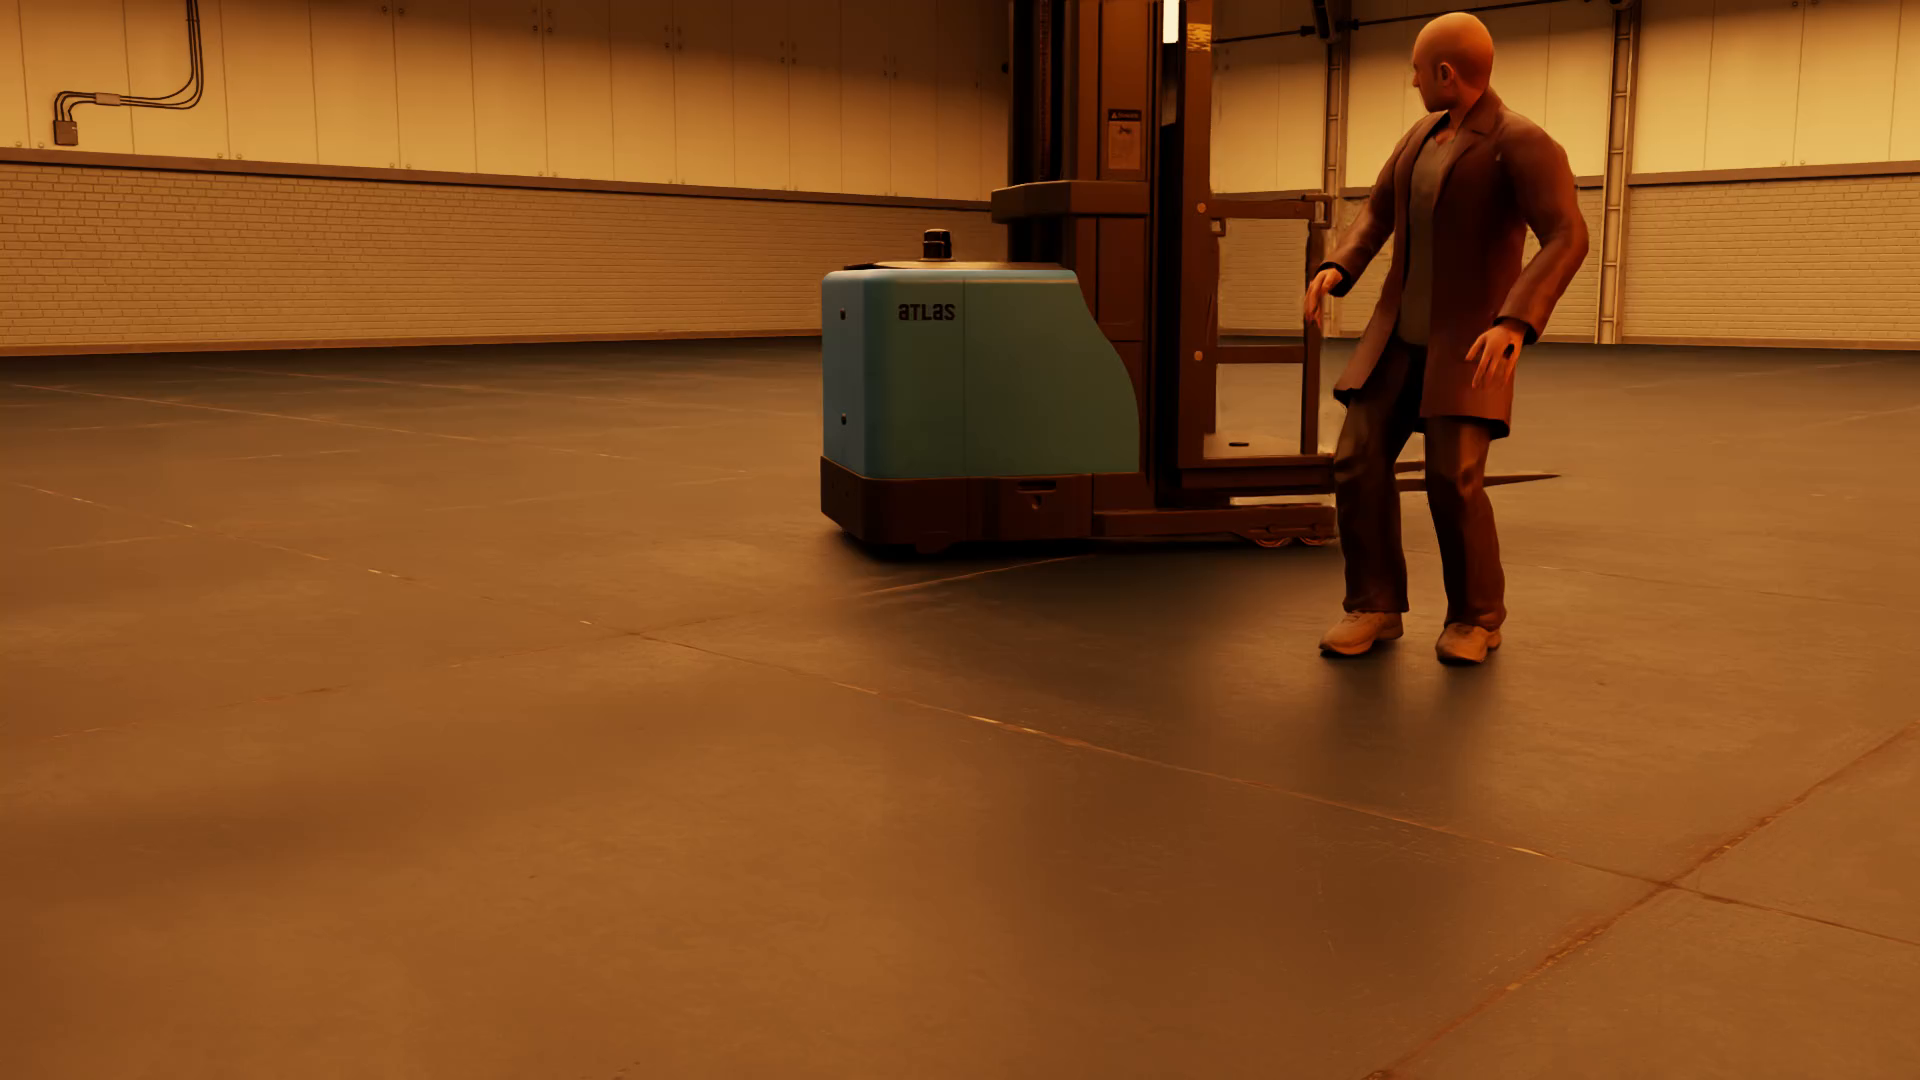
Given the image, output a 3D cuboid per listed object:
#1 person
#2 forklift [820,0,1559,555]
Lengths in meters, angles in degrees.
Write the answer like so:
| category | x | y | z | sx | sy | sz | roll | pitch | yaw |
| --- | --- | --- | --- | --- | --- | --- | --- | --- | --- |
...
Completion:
| category | x | y | z | sx | sy | sz | roll | pitch | yaw |
| --- | --- | --- | --- | --- | --- | --- | --- | --- | --- |
| person | 1.293 | -0.530 | 4.514 | 0.548 | 1.733 | 0.808 | -6 | 11 | -36 |
| forklift | 0.989 | -1.492 | 6.781 | 3.031 | 2.935 | 1.130 | -2 | 9 | -15 |
